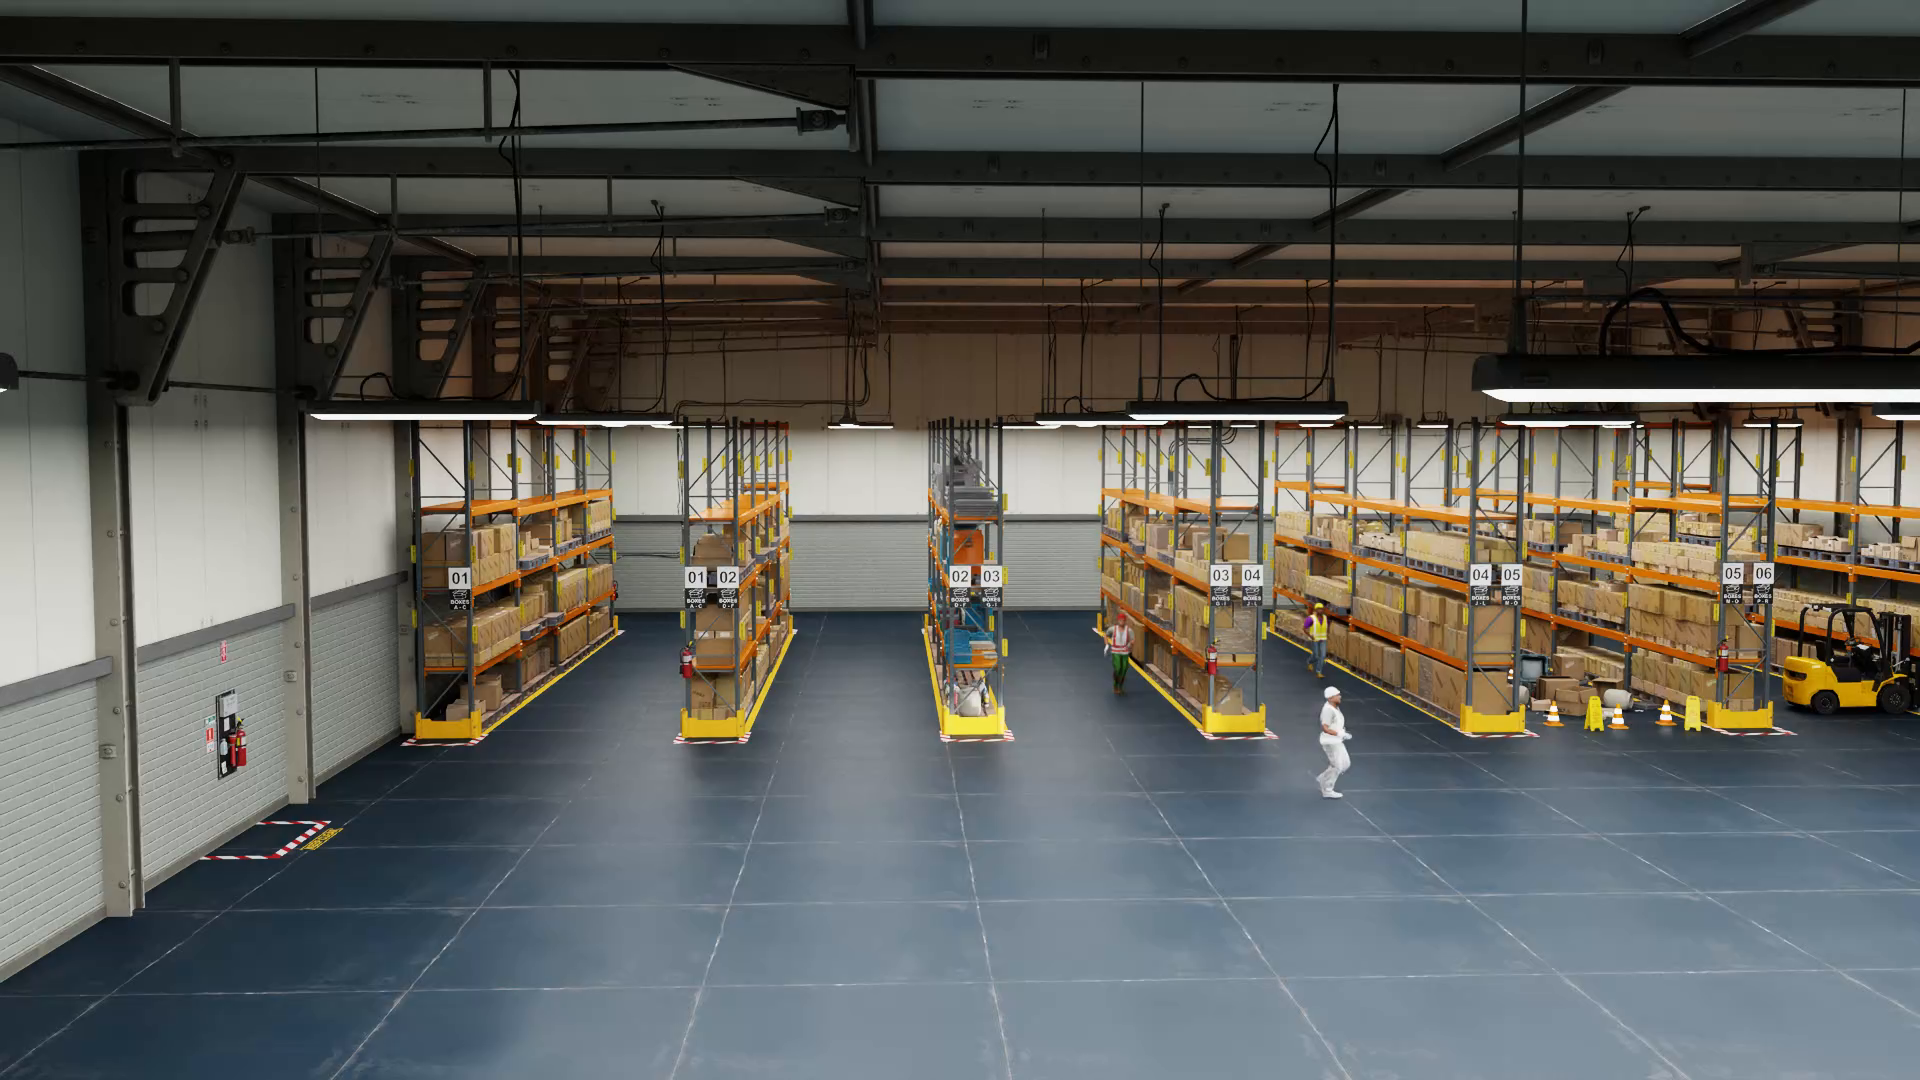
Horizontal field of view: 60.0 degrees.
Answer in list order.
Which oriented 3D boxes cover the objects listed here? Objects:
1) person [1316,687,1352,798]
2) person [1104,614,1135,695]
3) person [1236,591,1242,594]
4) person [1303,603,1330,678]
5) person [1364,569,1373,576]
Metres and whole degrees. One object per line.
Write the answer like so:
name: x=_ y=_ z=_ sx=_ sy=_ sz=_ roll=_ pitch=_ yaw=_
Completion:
person: x=5.850 y=3.159 z=25.954 sx=0.587 sy=1.742 sz=0.698 roll=1 pitch=4 yaw=22
person: x=3.476 y=2.479 z=36.057 sx=0.649 sy=1.778 sz=0.785 roll=0 pitch=4 yaw=-6
person: x=7.684 y=1.767 z=47.599 sx=0.723 sy=1.784 sz=0.660 roll=3 pitch=5 yaw=39
person: x=8.339 y=2.329 z=38.748 sx=0.691 sy=1.734 sz=0.749 roll=-1 pitch=4 yaw=-12
person: x=12.125 y=1.696 z=49.237 sx=0.625 sy=1.667 sz=0.599 roll=0 pitch=4 yaw=4
